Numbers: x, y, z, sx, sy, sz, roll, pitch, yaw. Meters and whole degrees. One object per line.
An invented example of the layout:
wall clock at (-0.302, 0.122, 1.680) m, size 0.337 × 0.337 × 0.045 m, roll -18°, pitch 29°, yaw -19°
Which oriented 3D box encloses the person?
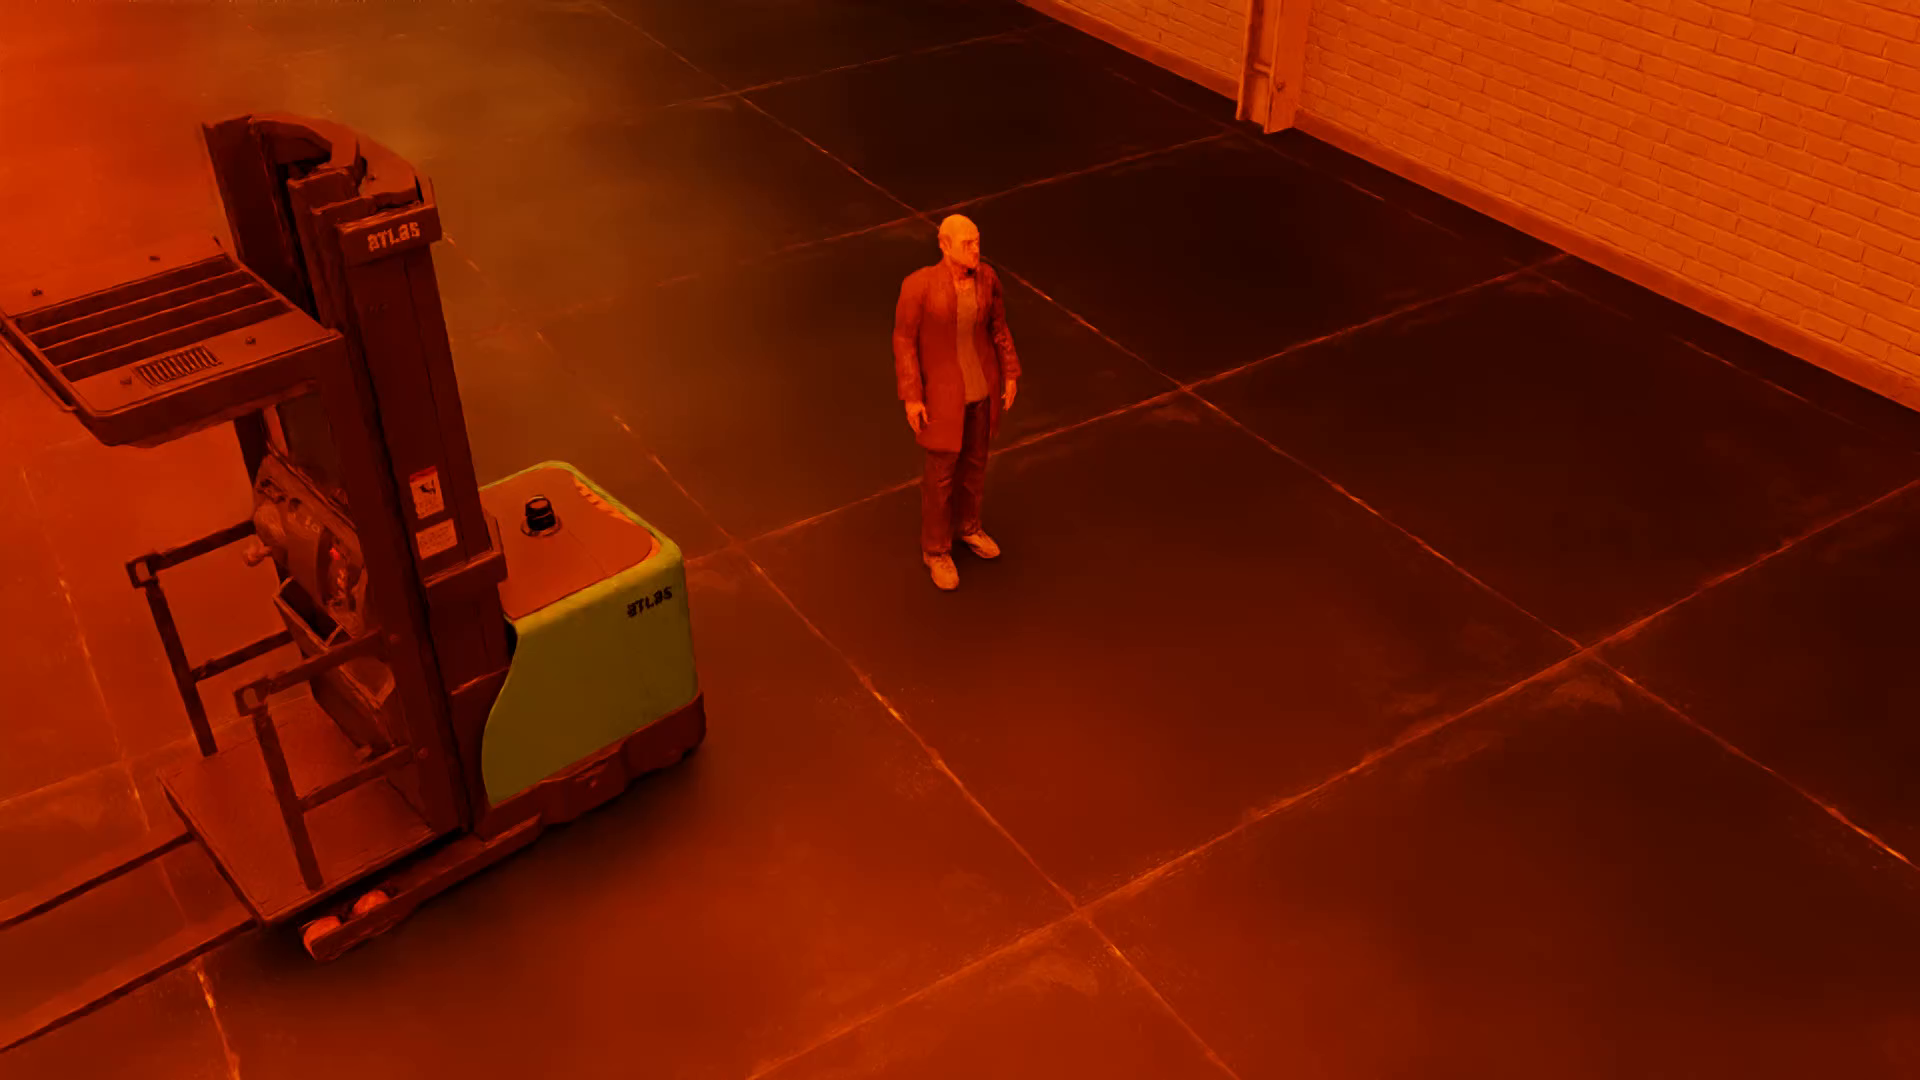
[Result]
person at (0.046, -0.688, 8.117) m, size 0.694 × 1.776 × 0.580 m, roll -21°, pitch 40°, yaw -27°

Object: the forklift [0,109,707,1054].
forklift at (-2.553, 0.076, 6.039) m, size 3.031 × 2.935 × 1.130 m, roll -27°, pitch 43°, yaw -33°
